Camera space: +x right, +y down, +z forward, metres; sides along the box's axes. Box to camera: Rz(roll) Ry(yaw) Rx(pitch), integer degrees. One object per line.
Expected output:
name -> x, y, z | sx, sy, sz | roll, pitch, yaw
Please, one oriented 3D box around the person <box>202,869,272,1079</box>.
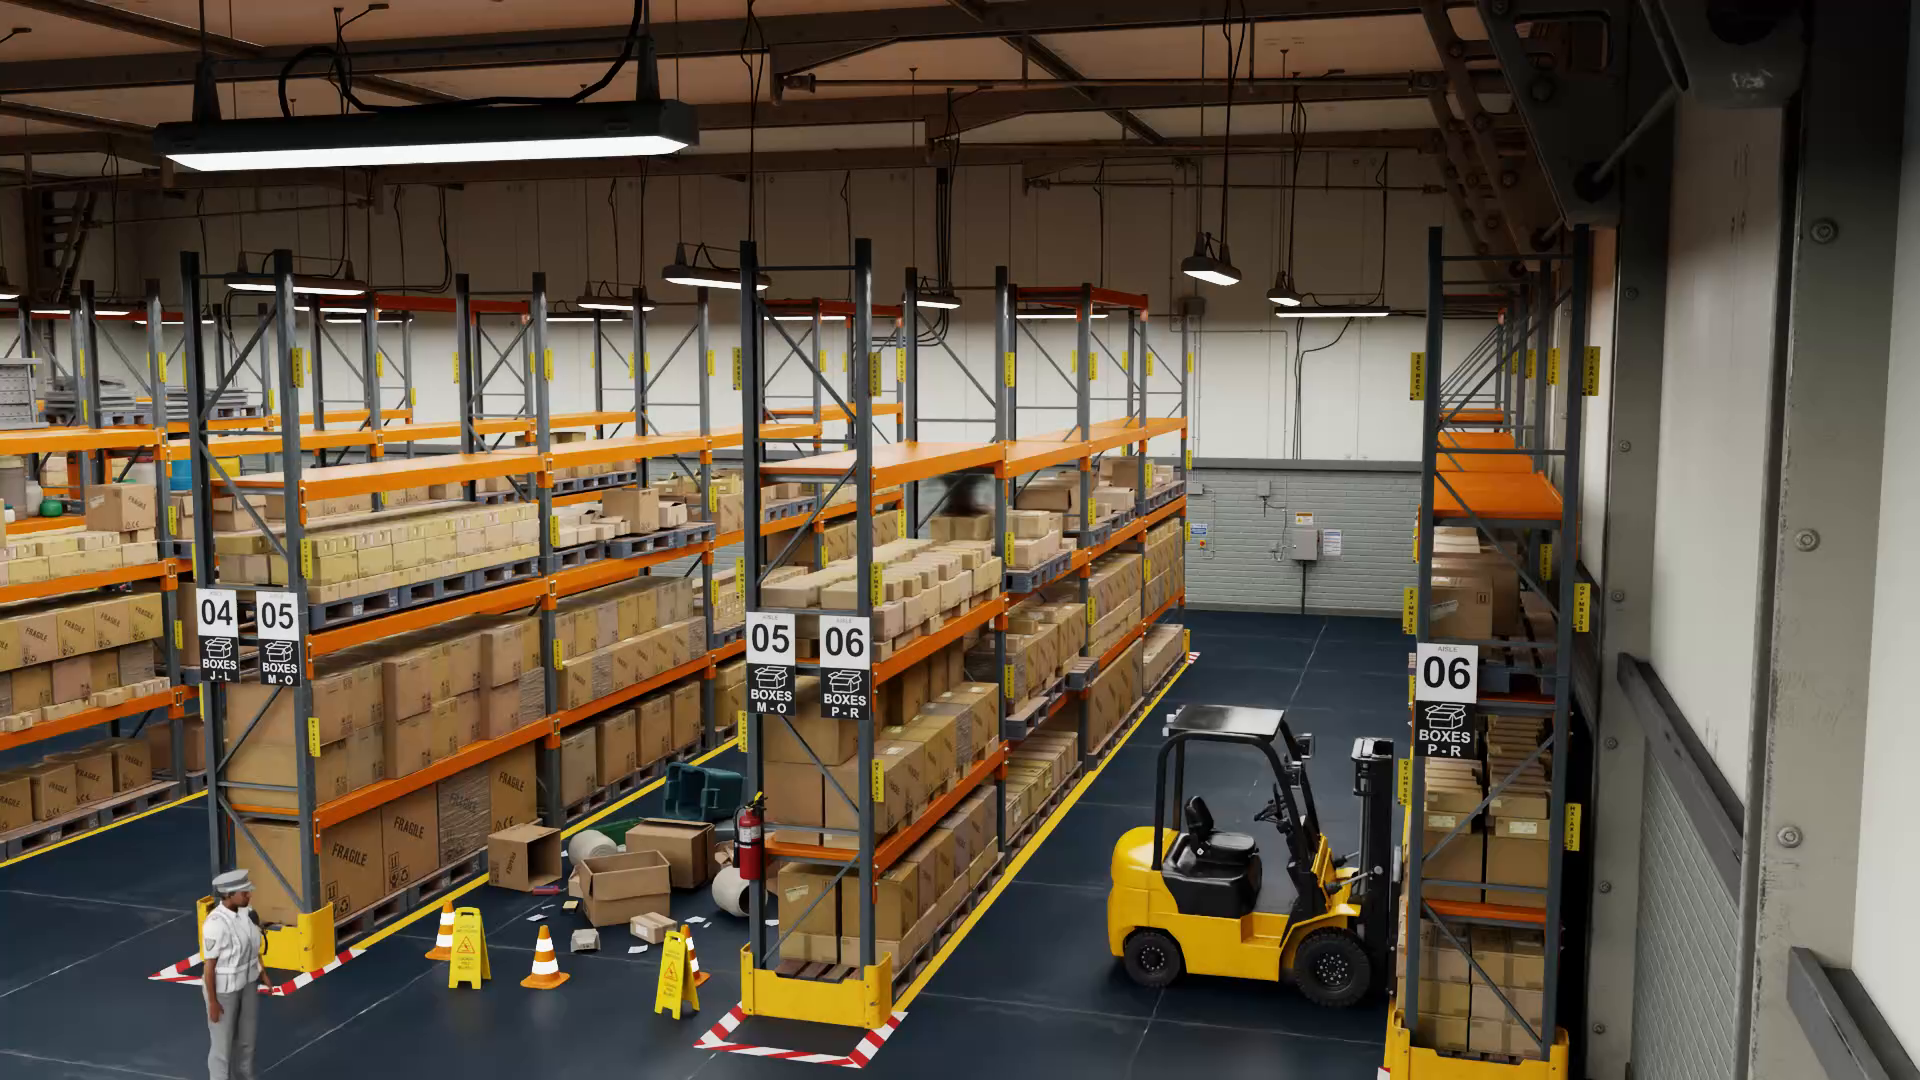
person -> -4.968, 3.074, 11.373 | 0.370, 1.681, 0.472 | 2, 7, 16
